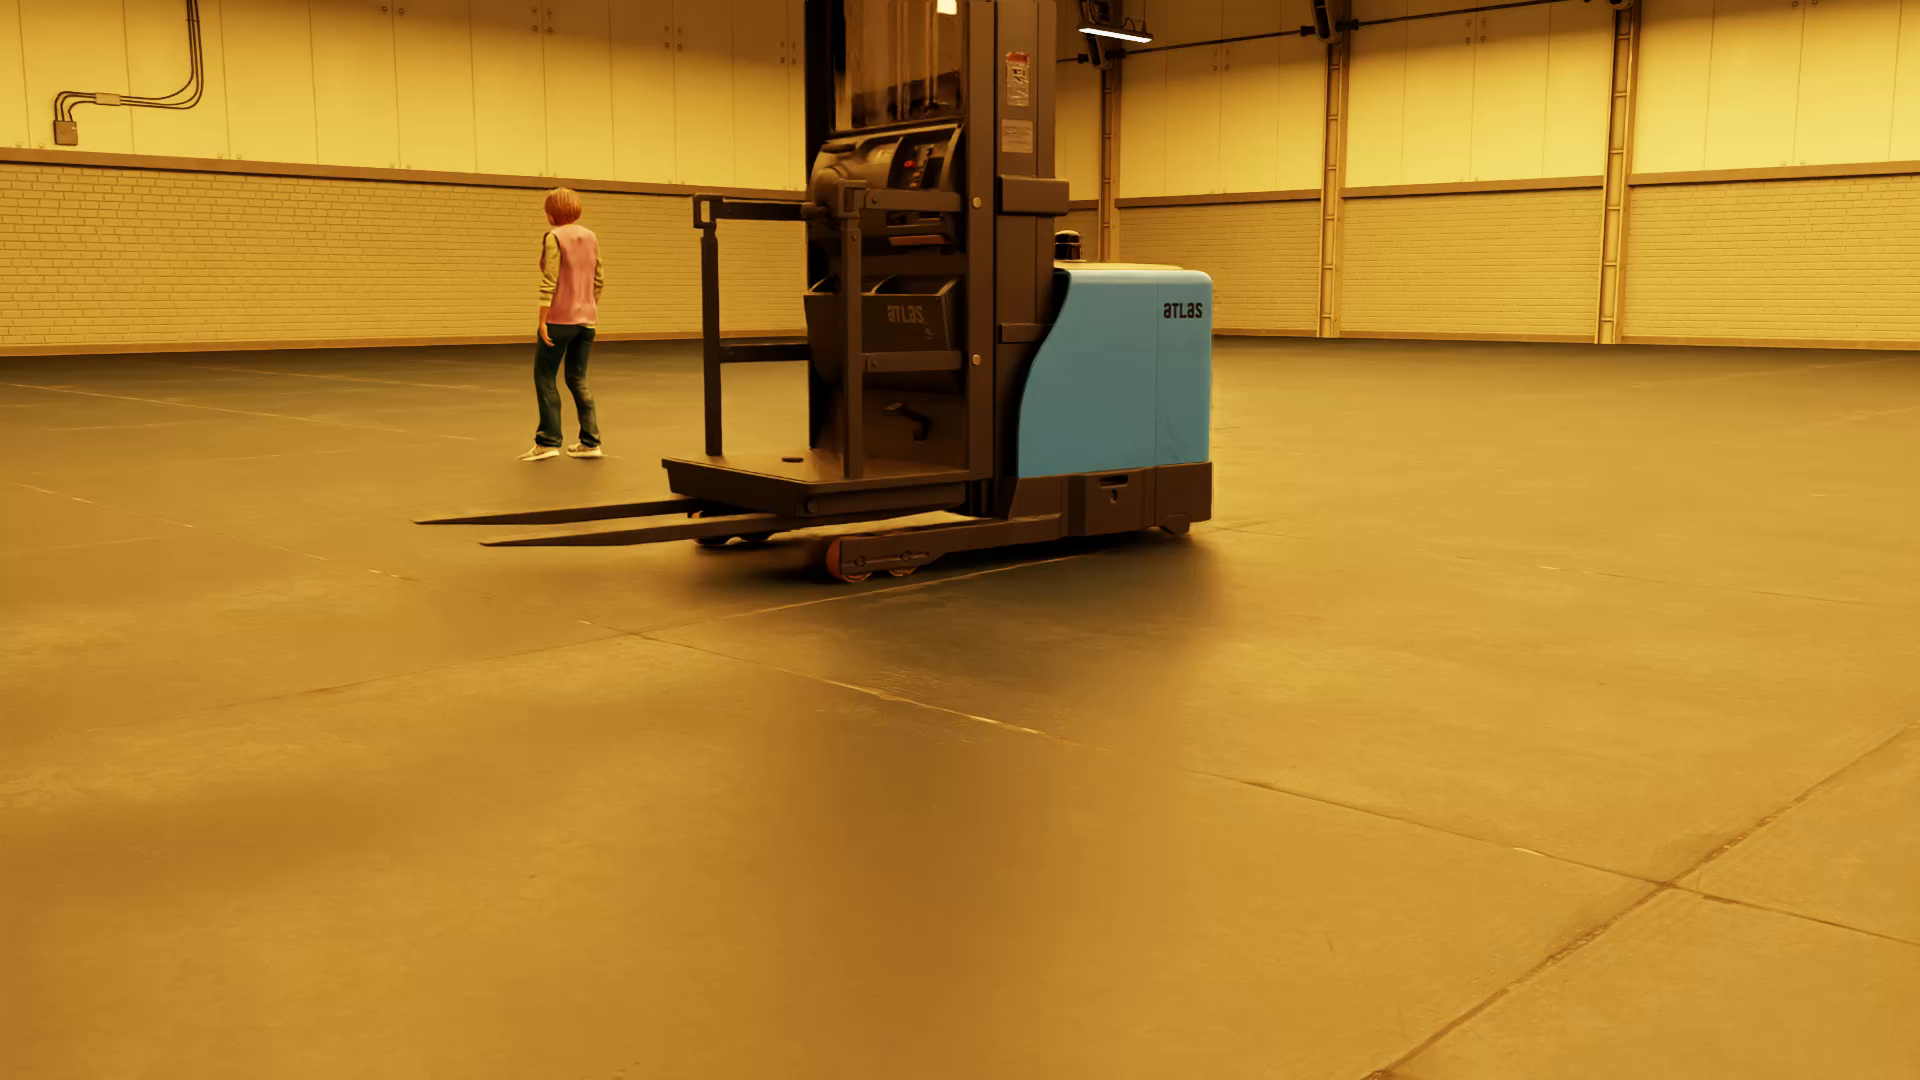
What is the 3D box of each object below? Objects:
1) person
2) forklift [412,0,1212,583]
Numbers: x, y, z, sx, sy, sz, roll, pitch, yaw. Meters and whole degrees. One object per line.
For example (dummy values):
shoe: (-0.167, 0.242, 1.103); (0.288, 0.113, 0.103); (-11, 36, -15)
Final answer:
person: (-2.367, -1.267, 9.875); (0.425, 1.620, 0.492); (6, 10, 33)
forklift: (-0.454, -1.390, 6.104); (3.031, 2.935, 1.130); (-6, 11, -37)
